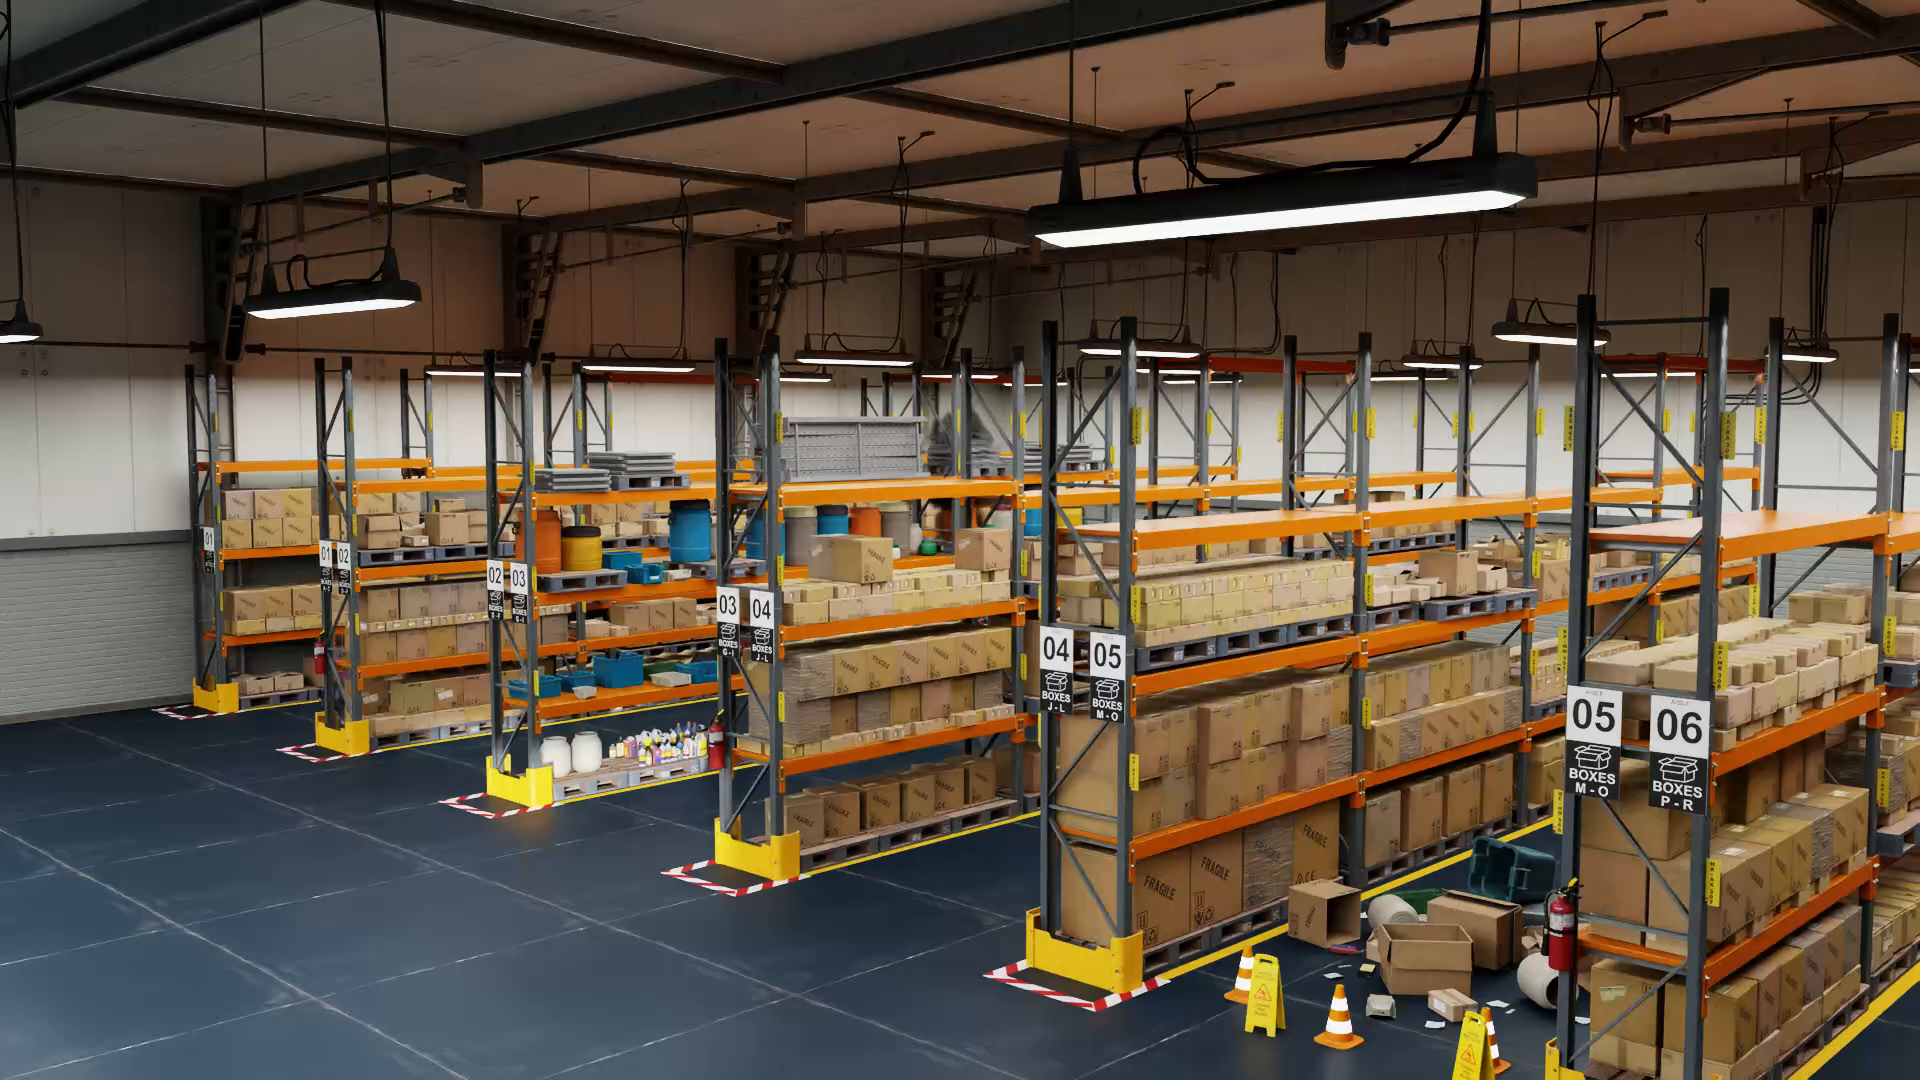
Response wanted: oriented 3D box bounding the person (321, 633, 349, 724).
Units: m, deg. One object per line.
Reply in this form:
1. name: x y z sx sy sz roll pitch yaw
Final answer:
1. person: -10.230 2.292 27.227 0.530 1.572 0.752 1 4 12

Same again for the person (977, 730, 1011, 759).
1. person: 0.601 2.492 24.113 1.099 1.605 0.702 -3 5 -34
